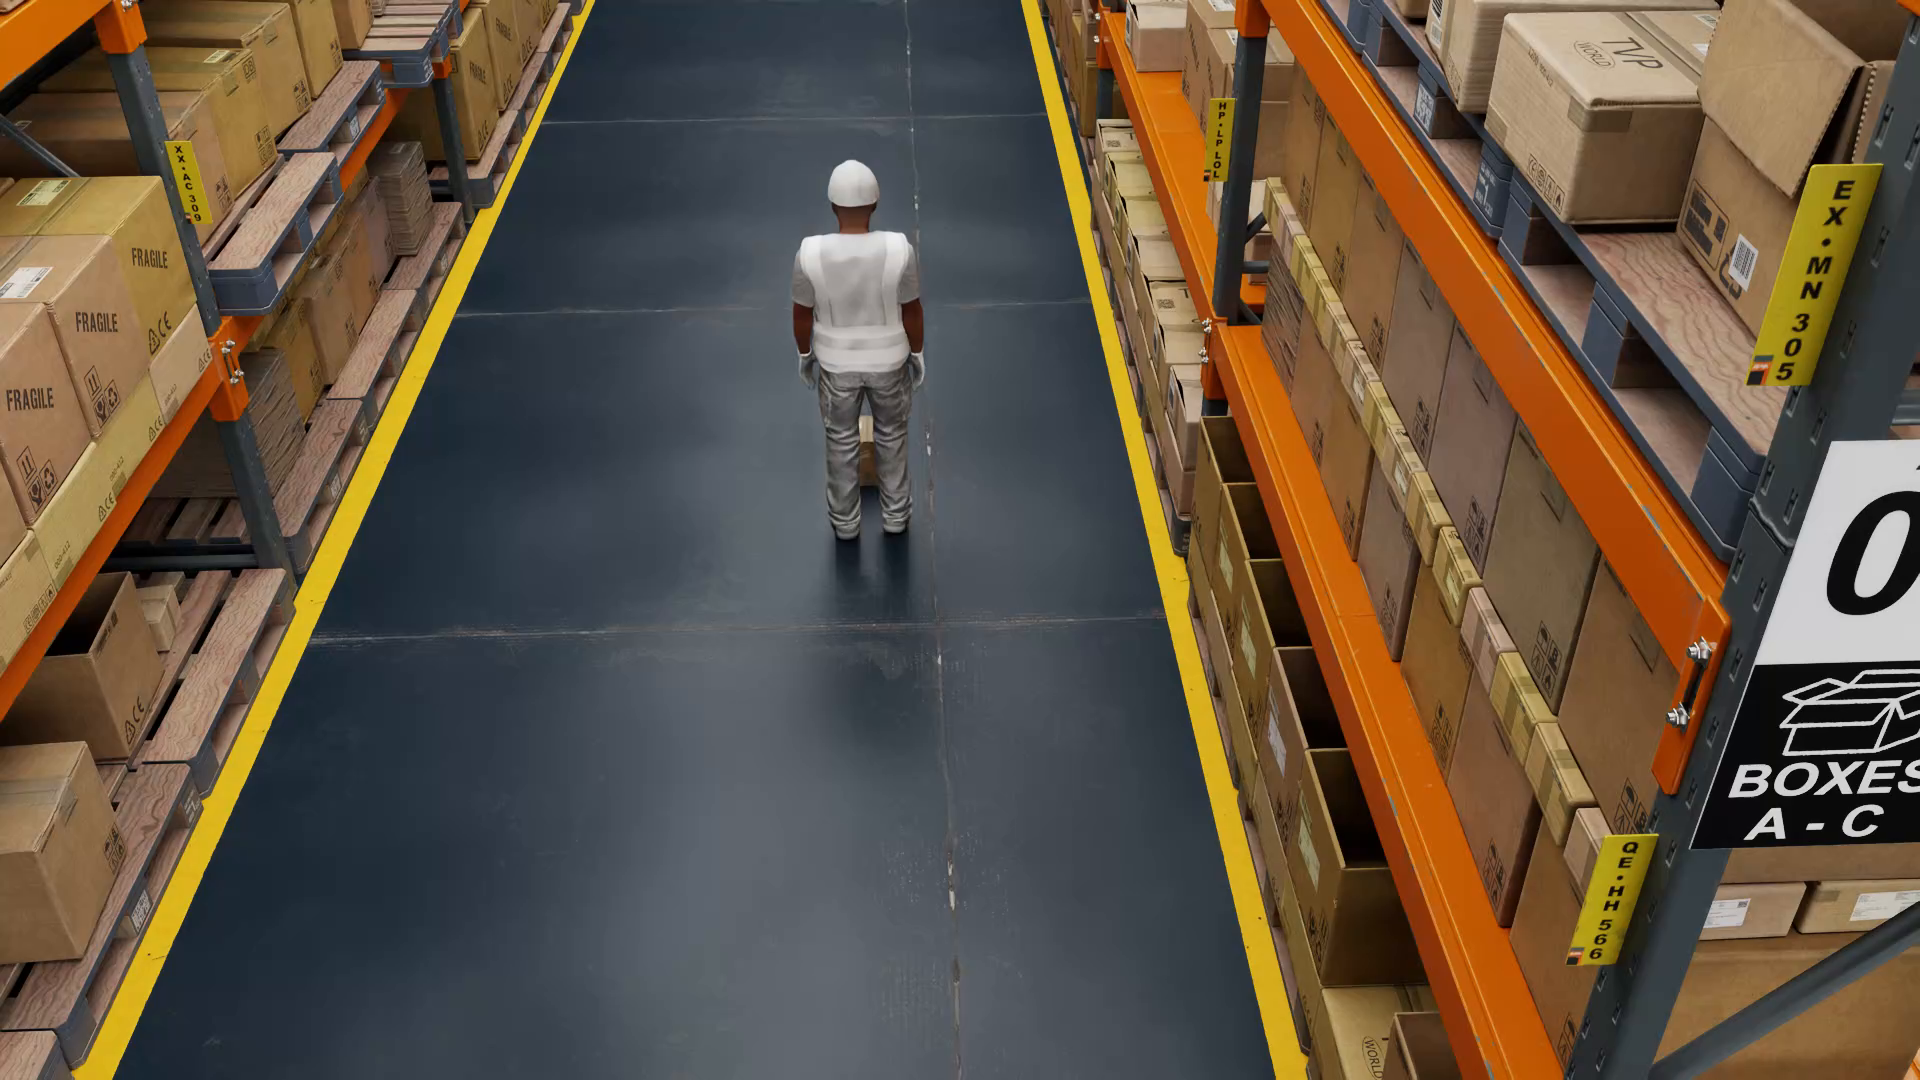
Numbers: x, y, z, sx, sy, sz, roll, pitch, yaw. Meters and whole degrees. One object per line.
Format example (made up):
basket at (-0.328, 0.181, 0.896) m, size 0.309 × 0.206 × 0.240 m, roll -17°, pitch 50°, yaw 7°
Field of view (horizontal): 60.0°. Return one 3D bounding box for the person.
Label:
person at (-0.436, -0.799, 7.267) m, size 0.564 × 1.815 × 0.405 m, roll -1°, pitch 35°, yaw -2°
